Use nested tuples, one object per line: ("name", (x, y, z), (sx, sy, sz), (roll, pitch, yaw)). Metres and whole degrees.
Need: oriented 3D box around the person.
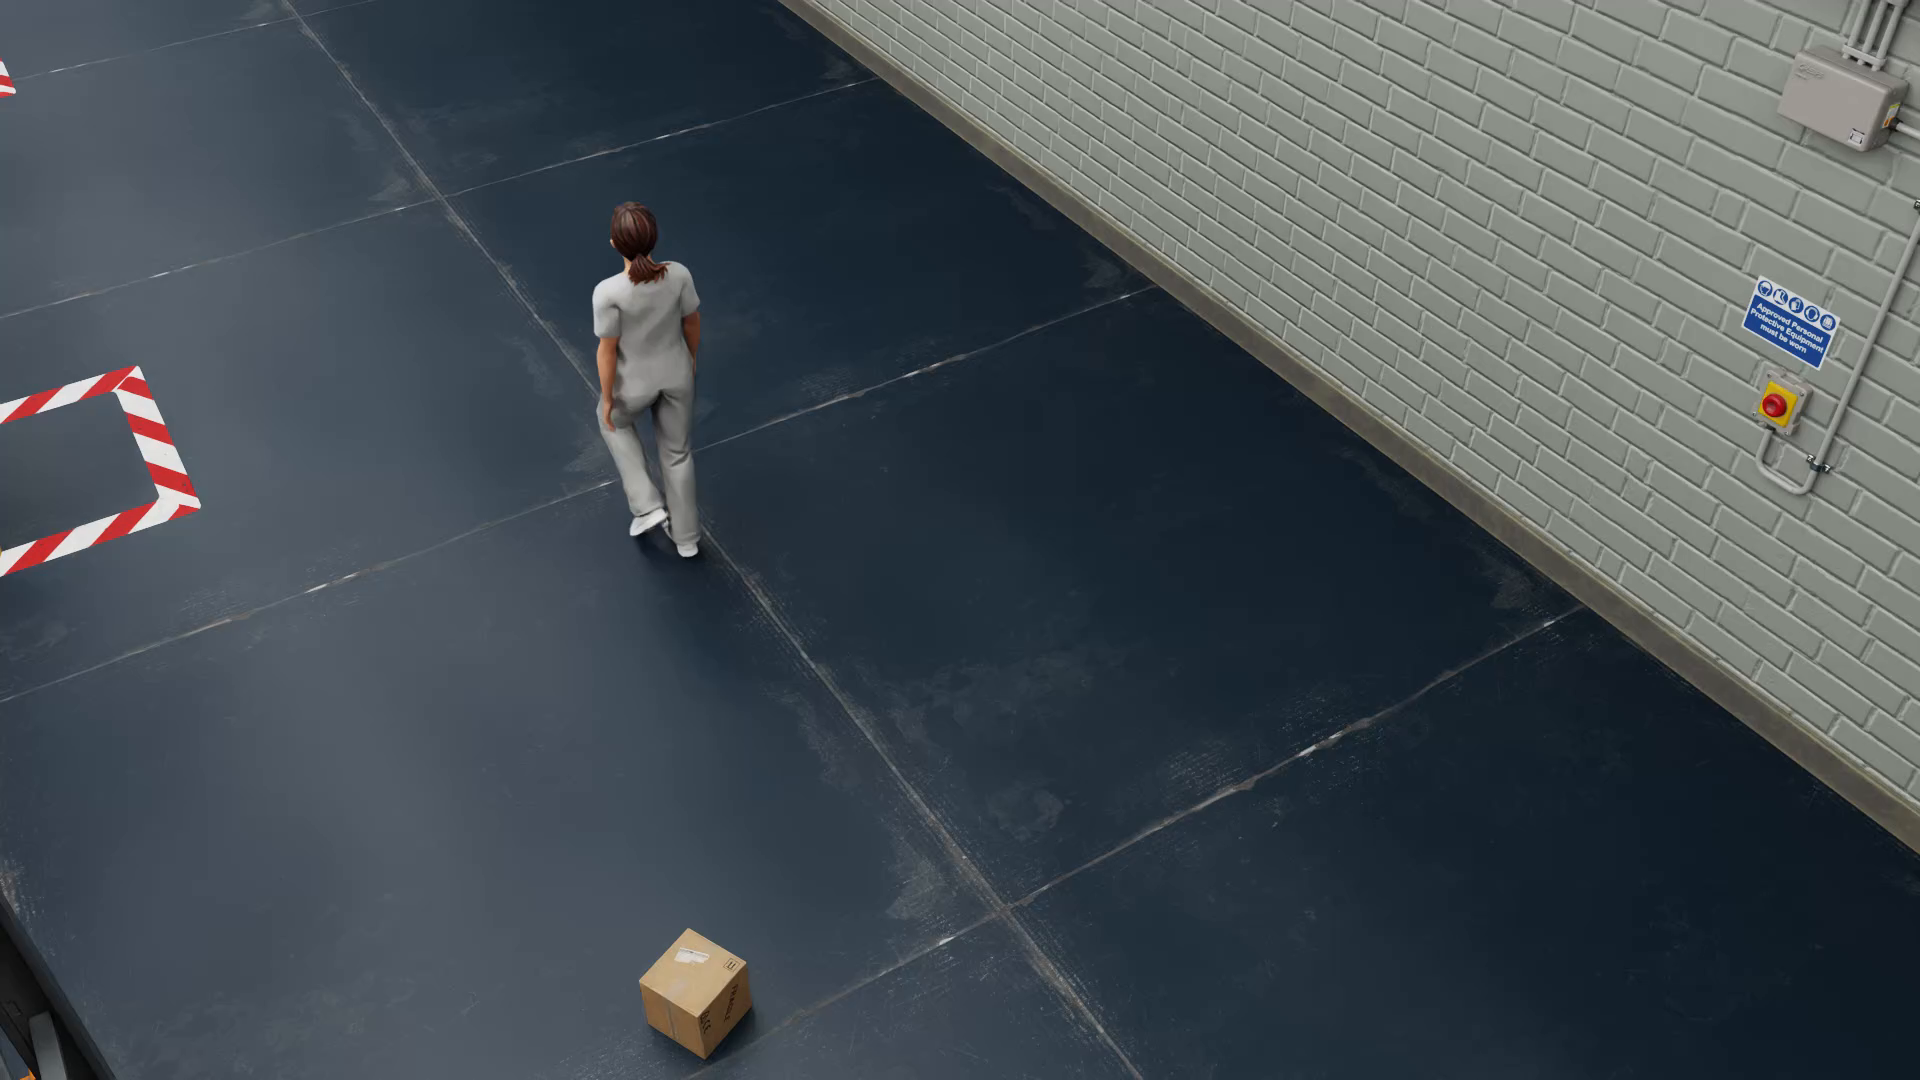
("person", (-1.290, -0.668, 6.908), (0.477, 1.694, 0.486), (-18, 44, -20))
